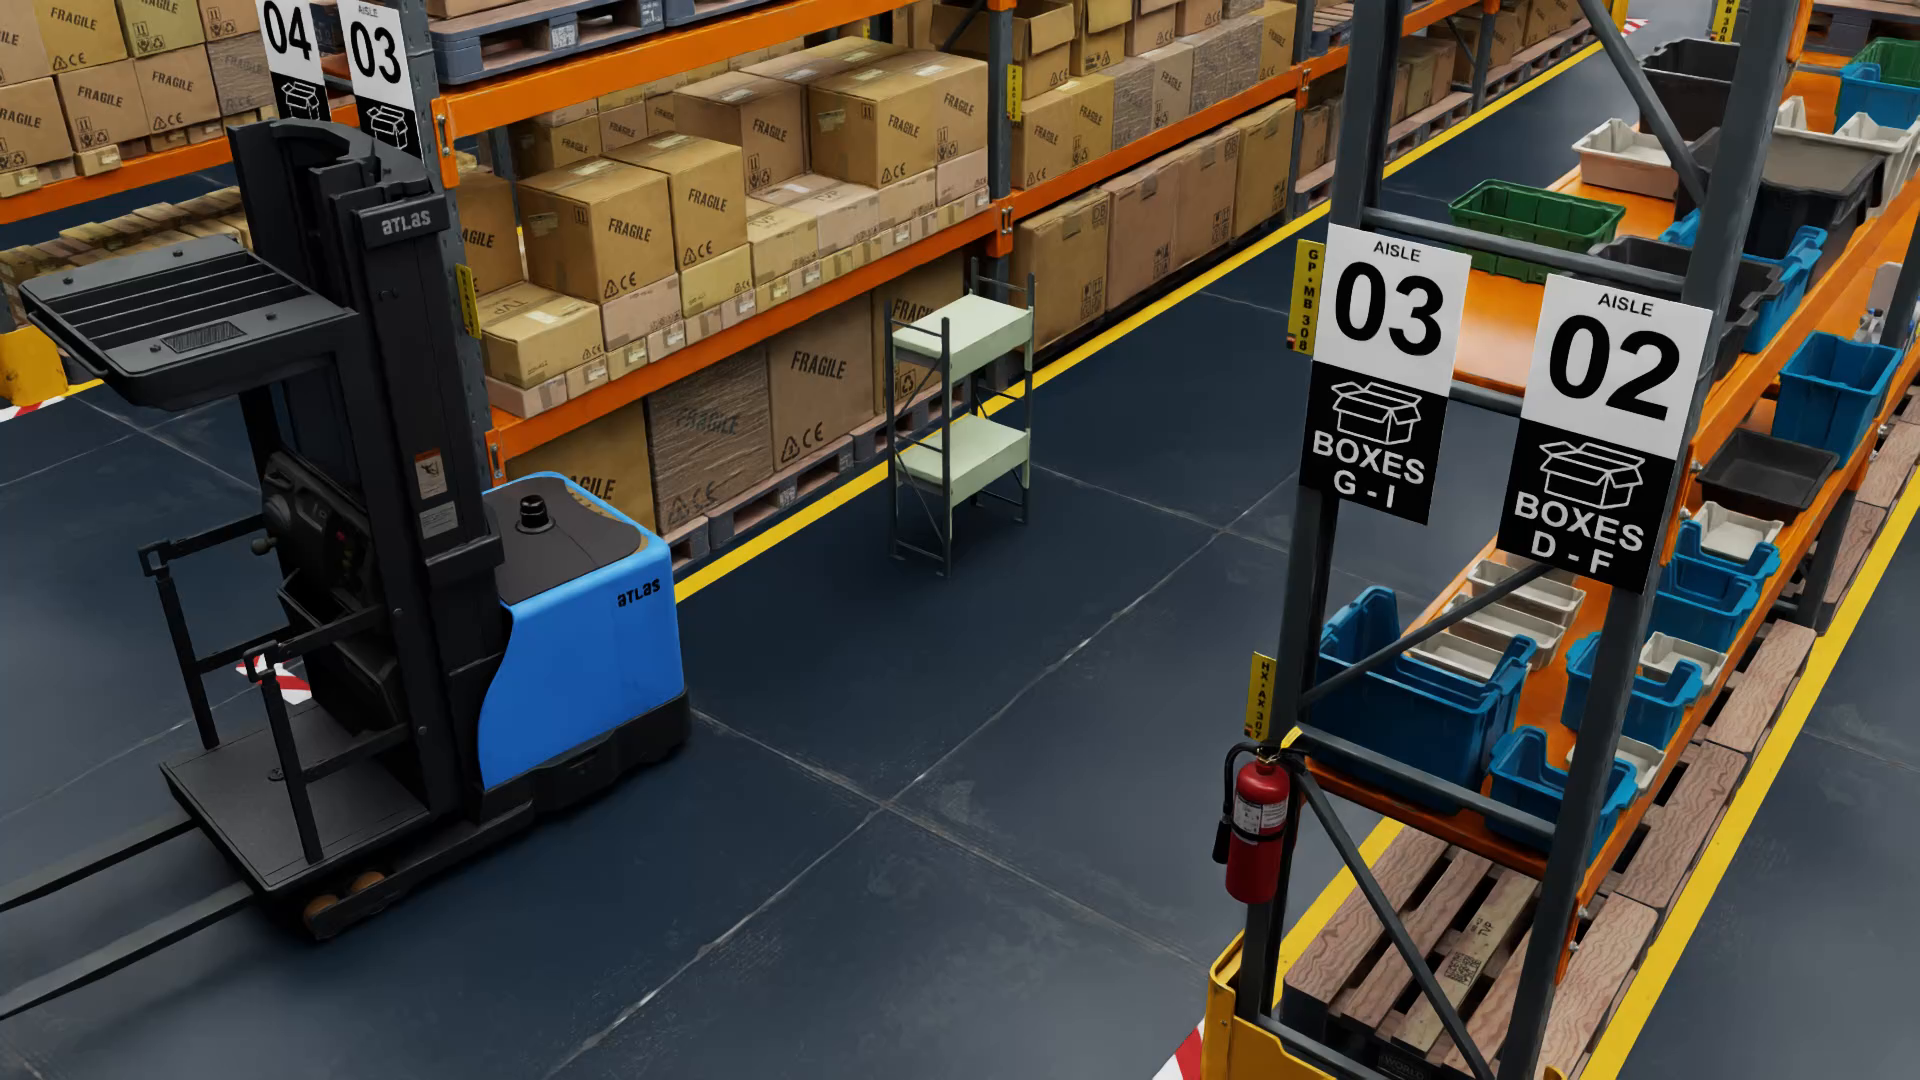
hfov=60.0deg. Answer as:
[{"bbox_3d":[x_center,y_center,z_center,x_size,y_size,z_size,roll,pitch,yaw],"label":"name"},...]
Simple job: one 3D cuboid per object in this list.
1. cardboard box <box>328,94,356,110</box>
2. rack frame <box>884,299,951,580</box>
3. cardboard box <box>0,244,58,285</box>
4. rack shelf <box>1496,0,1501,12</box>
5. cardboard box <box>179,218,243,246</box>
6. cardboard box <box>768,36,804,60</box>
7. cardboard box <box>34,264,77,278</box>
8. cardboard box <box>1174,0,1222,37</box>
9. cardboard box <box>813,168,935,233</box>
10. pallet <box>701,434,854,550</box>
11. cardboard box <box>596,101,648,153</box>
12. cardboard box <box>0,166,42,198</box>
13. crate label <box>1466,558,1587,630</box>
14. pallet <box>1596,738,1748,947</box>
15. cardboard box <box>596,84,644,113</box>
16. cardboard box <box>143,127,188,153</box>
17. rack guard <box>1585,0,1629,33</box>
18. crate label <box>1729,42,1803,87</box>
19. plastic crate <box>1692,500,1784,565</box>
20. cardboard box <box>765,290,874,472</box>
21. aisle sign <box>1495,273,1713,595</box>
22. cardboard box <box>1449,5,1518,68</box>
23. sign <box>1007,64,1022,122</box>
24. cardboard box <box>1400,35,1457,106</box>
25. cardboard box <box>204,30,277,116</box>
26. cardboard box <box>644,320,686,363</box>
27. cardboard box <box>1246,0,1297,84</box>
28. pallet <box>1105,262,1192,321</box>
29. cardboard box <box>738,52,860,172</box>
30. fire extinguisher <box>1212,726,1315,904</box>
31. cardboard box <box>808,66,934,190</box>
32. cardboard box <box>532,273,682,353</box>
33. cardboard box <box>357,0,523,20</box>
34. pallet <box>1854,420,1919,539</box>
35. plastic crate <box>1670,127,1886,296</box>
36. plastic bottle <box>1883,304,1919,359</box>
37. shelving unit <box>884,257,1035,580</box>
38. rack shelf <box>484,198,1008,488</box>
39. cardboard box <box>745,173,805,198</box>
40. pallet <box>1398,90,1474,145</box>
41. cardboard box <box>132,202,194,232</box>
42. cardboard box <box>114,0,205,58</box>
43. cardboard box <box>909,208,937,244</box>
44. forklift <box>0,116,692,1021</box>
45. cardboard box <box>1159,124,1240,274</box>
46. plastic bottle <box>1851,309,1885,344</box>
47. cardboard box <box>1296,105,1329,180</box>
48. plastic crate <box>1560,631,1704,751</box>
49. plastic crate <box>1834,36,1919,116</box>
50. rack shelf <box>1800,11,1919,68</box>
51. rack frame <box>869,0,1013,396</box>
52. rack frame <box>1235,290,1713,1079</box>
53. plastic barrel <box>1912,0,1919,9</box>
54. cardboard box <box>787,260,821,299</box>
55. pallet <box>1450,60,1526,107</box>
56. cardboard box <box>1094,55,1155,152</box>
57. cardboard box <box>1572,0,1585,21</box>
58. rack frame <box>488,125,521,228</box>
[{"bbox_3d":[-4.595,-3.236,12.014,0.380,0.149,0.250,19,36,29],"label":"cardboard box"},{"bbox_3d":[-0.217,-0.499,8.621,0.400,1.500,0.023,21,37,31],"label":"rack frame"},{"bbox_3d":[-6.313,-1.855,11.238,0.380,0.149,0.250,22,37,32],"label":"cardboard box"},{"bbox_3d":[5.914,-6.165,17.416,1.077,0.370,4.000,21,37,31],"label":"rack shelf"},{"bbox_3d":[-5.260,-2.118,11.683,0.380,0.149,0.250,23,37,33],"label":"cardboard box"},{"bbox_3d":[-1.805,-4.672,15.496,0.500,0.250,0.500,20,36,30],"label":"cardboard box"},{"bbox_3d":[-5.843,-1.670,10.927,0.380,0.149,0.250,19,36,29],"label":"cardboard box"},{"bbox_3d":[1.442,-3.954,11.898,0.797,0.503,0.637,22,37,32],"label":"cardboard box"},{"bbox_3d":[-0.490,-2.002,9.541,0.500,0.250,0.500,22,37,33],"label":"cardboard box"},{"bbox_3d":[-1.380,-0.427,9.764,1.003,0.211,1.213,21,37,31],"label":"pallet"},{"bbox_3d":[-3.041,-3.517,14.282,0.500,0.500,0.500,23,38,33],"label":"cardboard box"},{"bbox_3d":[-5.974,-2.274,10.392,0.380,0.149,0.250,21,36,31],"label":"cardboard box"},{"bbox_3d":[2.095,0.207,6.159,0.396,0.136,0.243,21,37,31],"label":"crate label"},{"bbox_3d":[2.677,1.123,7.148,1.003,0.211,1.213,21,37,31],"label":"pallet"},{"bbox_3d":[-3.040,-3.842,14.094,0.500,0.250,0.500,22,37,33],"label":"cardboard box"},{"bbox_3d":[-5.418,-2.734,11.167,0.380,0.149,0.250,21,36,31],"label":"cardboard box"},{"bbox_3d":[7.075,-6.181,19.190,1.175,0.500,0.348,21,37,31],"label":"rack guard"},{"bbox_3d":[3.300,-1.953,6.919,0.293,0.136,0.466,21,37,31],"label":"crate label"},{"bbox_3d":[3.015,0.002,6.504,0.293,0.136,0.466,21,37,31],"label":"plastic crate"},{"bbox_3d":[-1.128,-1.067,9.780,0.875,0.875,0.875,21,37,31],"label":"cardboard box"},{"bbox_3d":[1.605,-0.257,4.192,0.394,0.787,0.004,21,37,31],"label":"aisle sign"},{"bbox_3d":[5.319,-5.152,17.042,0.500,0.500,0.500,-19,36,-29],"label":"cardboard box"},{"bbox_3d":[0.321,-2.646,9.846,0.100,0.325,0.005,21,37,31],"label":"sign"},{"bbox_3d":[4.319,-4.533,15.976,0.700,0.500,0.500,18,35,28],"label":"cardboard box"},{"bbox_3d":[-5.028,-3.250,11.401,0.500,0.500,0.500,20,36,30],"label":"cardboard box"},{"bbox_3d":[-1.595,-1.034,8.299,0.380,0.149,0.250,20,36,31],"label":"cardboard box"},{"bbox_3d":[2.192,-3.802,12.625,0.500,0.500,0.500,22,37,33],"label":"cardboard box"},{"bbox_3d":[1.019,-2.045,12.494,1.003,0.211,1.213,21,37,31],"label":"pallet"},{"bbox_3d":[-0.919,-2.482,9.616,0.500,0.500,0.500,21,37,31],"label":"cardboard box"},{"bbox_3d":[0.958,0.856,5.306,0.296,0.674,0.183,21,37,31],"label":"fire extinguisher"},{"bbox_3d":[-0.493,-2.324,9.350,0.500,0.500,0.500,22,37,32],"label":"cardboard box"},{"bbox_3d":[-1.724,-1.173,8.142,0.500,0.250,0.500,21,36,31],"label":"cardboard box"},{"bbox_3d":[-2.266,-2.569,7.092,0.700,0.500,0.500,19,35,28],"label":"cardboard box"},{"bbox_3d":[5.061,-0.485,9.861,1.003,0.211,1.213,21,37,31],"label":"pallet"},{"bbox_3d":[2.553,-1.060,5.215,0.504,0.338,0.767,21,37,31],"label":"plastic crate"},{"bbox_3d":[4.630,-1.052,8.204,0.152,0.276,0.135,21,37,31],"label":"plastic bottle"},{"bbox_3d":[0.004,-0.648,8.872,0.431,1.500,0.755,21,37,31],"label":"shelving unit"},{"bbox_3d":[-1.330,-1.287,9.186,1.077,0.370,4.000,21,37,31],"label":"rack shelf"},{"bbox_3d":[-1.228,-1.950,9.454,0.500,0.250,0.500,22,37,32],"label":"cardboard box"},{"bbox_3d":[4.238,-4.145,16.037,1.003,0.211,1.213,21,37,31],"label":"pallet"},{"bbox_3d":[-5.736,-2.296,11.982,0.380,0.149,0.250,23,37,33],"label":"cardboard box"},{"bbox_3d":[-5.317,-3.465,10.784,0.500,0.500,0.500,20,36,30],"label":"cardboard box"},{"bbox_3d":[-0.356,-1.868,9.706,0.380,0.149,0.250,20,36,30],"label":"cardboard box"},{"bbox_3d":[-2.648,0.014,6.351,3.031,2.935,1.130,-26,39,-36],"label":"forklift"},{"bbox_3d":[1.314,-2.668,12.482,1.225,0.875,0.875,21,37,31],"label":"cardboard box"},{"bbox_3d":[4.321,-0.924,7.915,0.144,0.351,0.185,21,37,31],"label":"plastic bottle"},{"bbox_3d":[2.680,-3.428,14.113,0.700,0.500,0.500,19,36,29],"label":"cardboard box"},{"bbox_3d":[2.220,0.520,5.536,0.416,0.233,0.300,21,37,31],"label":"plastic crate"},{"bbox_3d":[3.811,-1.820,6.644,0.450,0.188,0.662,21,37,31],"label":"plastic crate"},{"bbox_3d":[5.033,-2.679,8.592,1.077,0.370,4.000,21,37,31],"label":"rack shelf"},{"bbox_3d":[-0.123,-2.410,10.374,1.000,3.000,0.127,21,37,31],"label":"rack frame"},{"bbox_3d":[1.412,0.740,5.059,1.000,3.000,0.127,21,37,31],"label":"rack frame"},{"bbox_3d":[4.344,-2.552,7.126,0.433,0.535,0.433,0,31,0],"label":"plastic barrel"},{"bbox_3d":[-0.976,-1.451,9.003,0.380,0.149,0.250,22,37,32],"label":"cardboard box"},{"bbox_3d":[5.084,-4.746,17.051,1.003,0.211,1.213,21,37,31],"label":"pallet"},{"bbox_3d":[0.959,-2.971,11.223,0.500,0.500,0.500,20,36,30],"label":"cardboard box"},{"bbox_3d":[6.731,-6.144,18.715,0.500,0.500,0.500,-25,39,-35],"label":"cardboard box"},{"bbox_3d":[-4.016,-3.977,13.019,1.000,3.000,0.127,21,37,31],"label":"rack frame"}]
